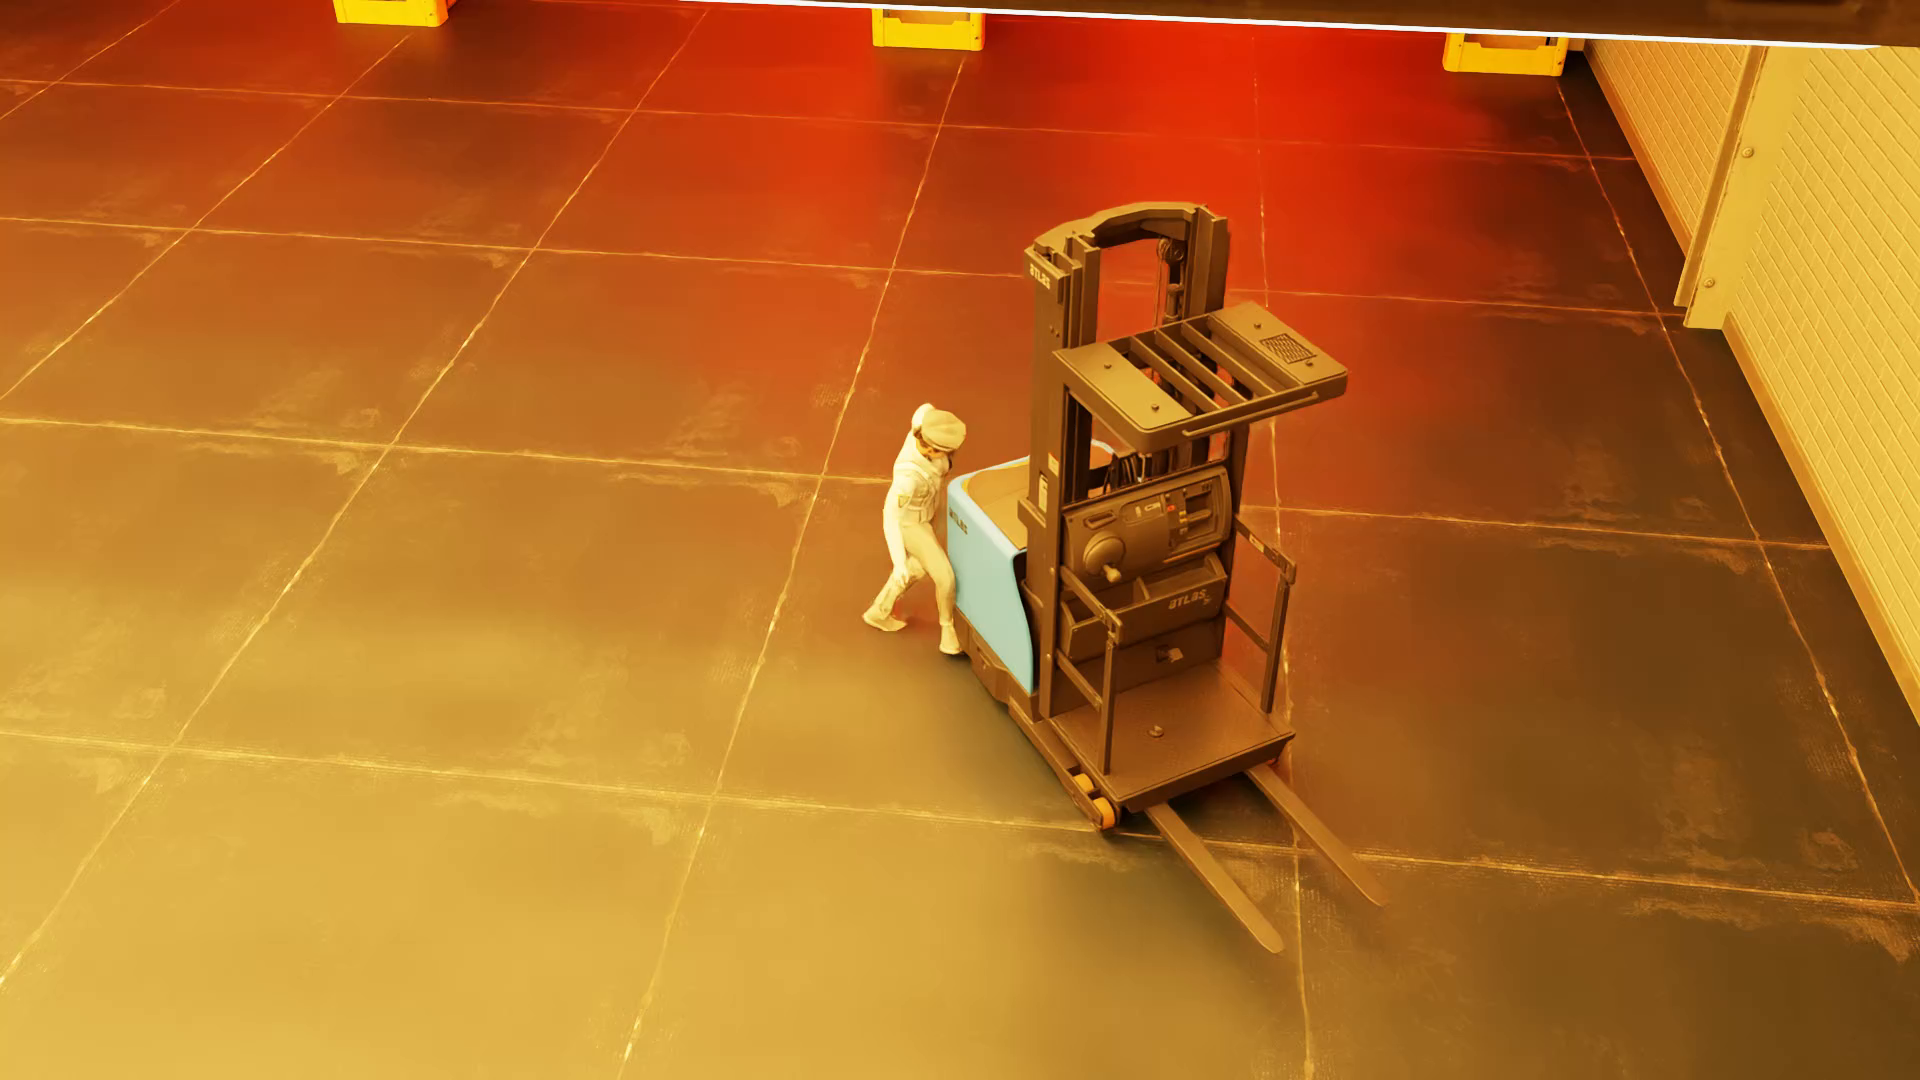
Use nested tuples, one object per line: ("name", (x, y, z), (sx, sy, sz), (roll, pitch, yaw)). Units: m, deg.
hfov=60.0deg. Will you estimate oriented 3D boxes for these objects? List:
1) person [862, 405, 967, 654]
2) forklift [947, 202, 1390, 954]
("person", (-0.202, -0.170, 9.500), (0.623, 1.547, 1.108), (8, 37, 11))
("forklift", (1.035, -0.004, 8.035), (1.130, 2.935, 3.031), (-17, 40, -22))
